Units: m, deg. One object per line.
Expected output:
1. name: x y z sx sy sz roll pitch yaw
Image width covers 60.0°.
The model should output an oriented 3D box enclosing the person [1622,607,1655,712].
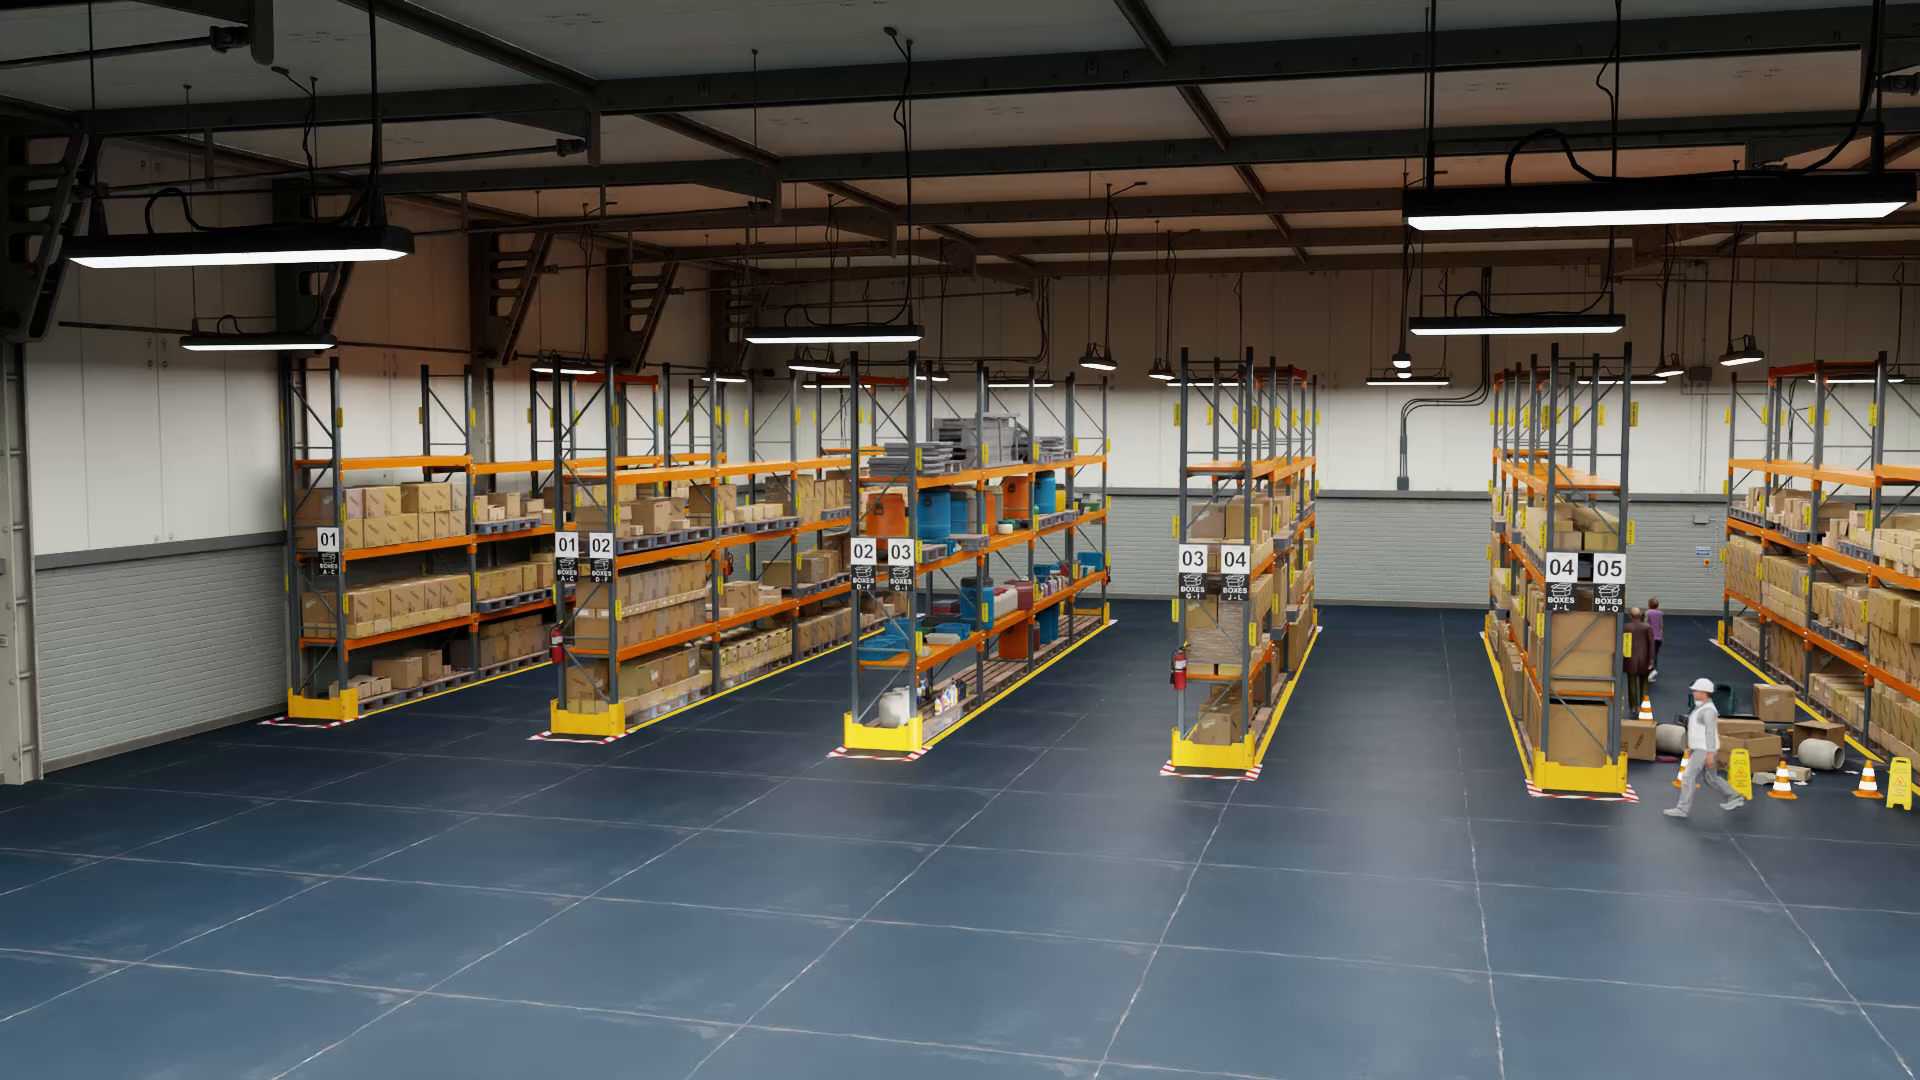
1. person: 11.463 2.060 28.219 0.587 1.841 0.481 1 4 15

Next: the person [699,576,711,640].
1. person: -5.668 1.523 36.557 0.418 1.536 0.939 1 4 13

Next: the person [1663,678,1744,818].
1. person: 9.352 2.601 20.864 1.012 1.733 0.553 1 4 11

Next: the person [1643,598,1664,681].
1. person: 13.097 1.893 31.404 0.470 1.597 0.445 -1 4 -11
